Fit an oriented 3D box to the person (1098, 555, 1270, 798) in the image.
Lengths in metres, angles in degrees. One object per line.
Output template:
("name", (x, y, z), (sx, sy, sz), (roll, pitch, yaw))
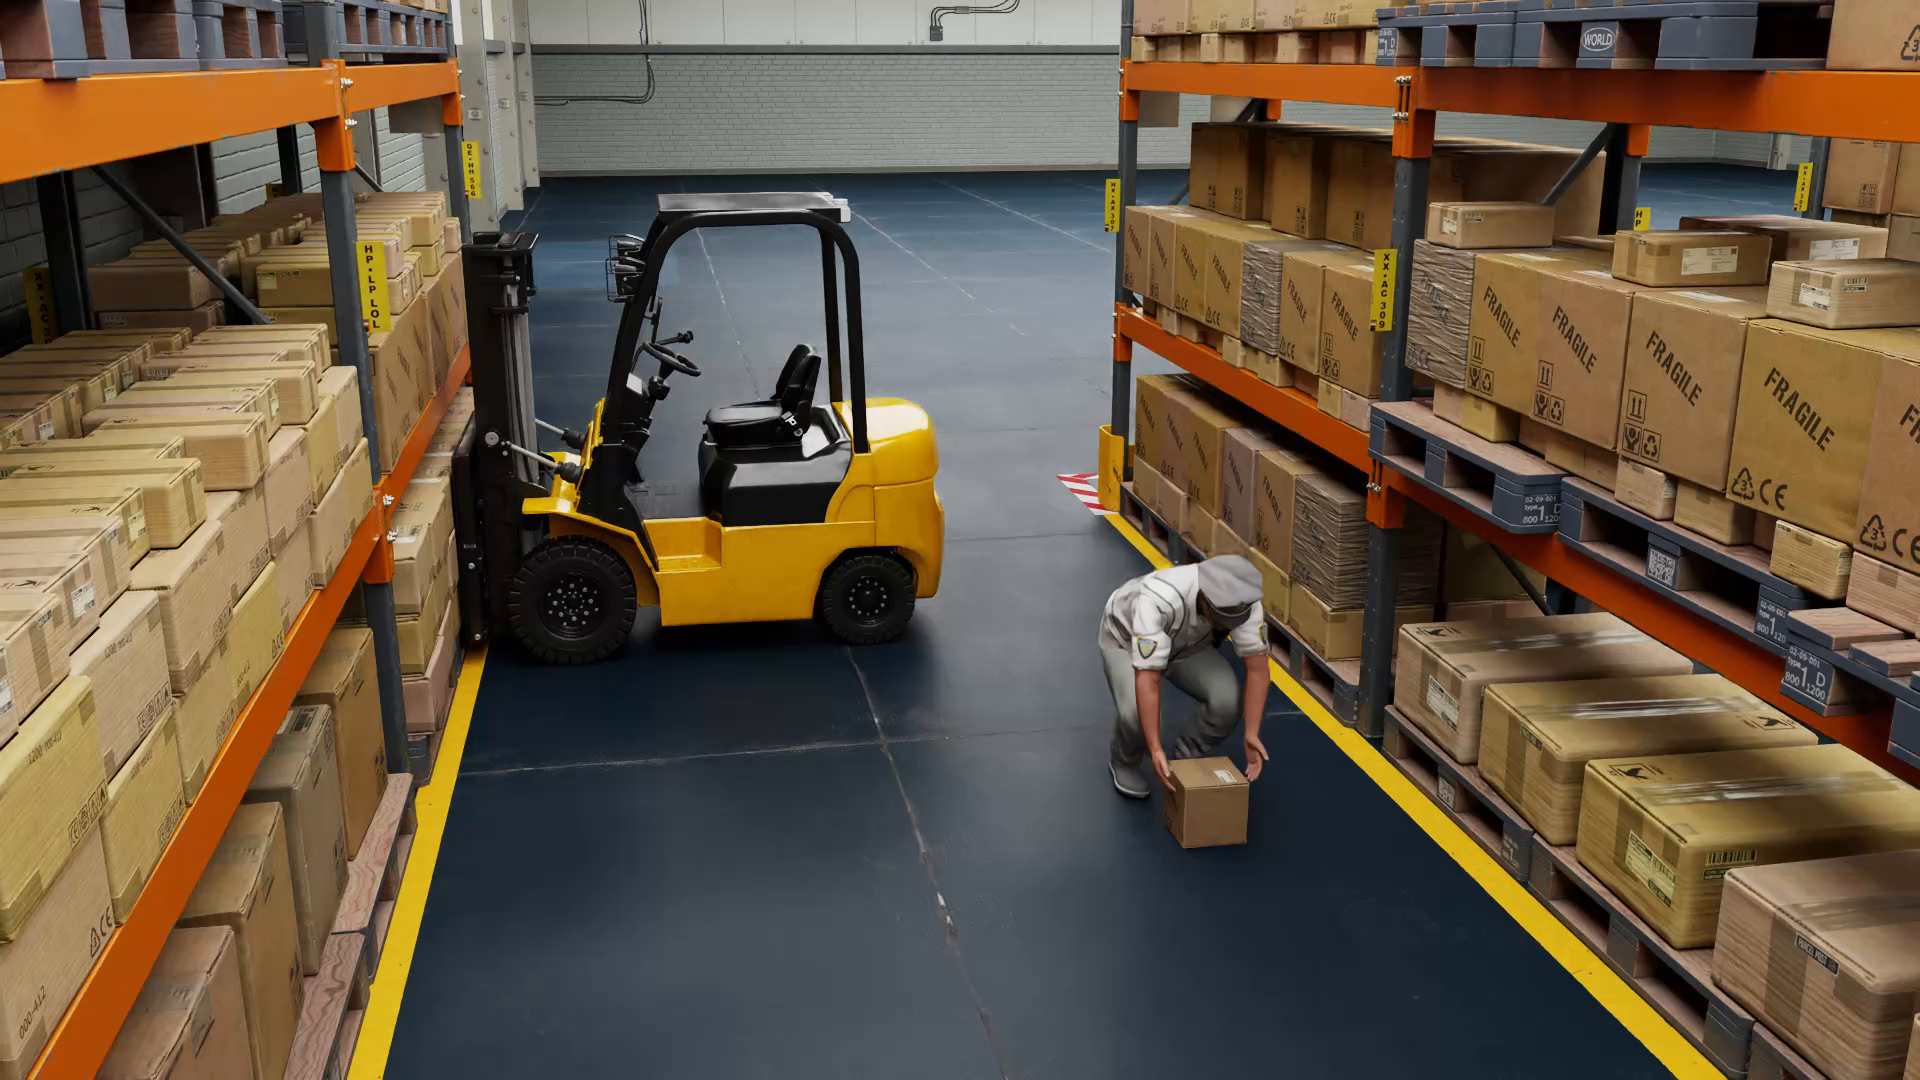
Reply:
("person", (0.883, 0.500, 6.524), (0.572, 1.075, 0.933), (-3, 17, -11))
